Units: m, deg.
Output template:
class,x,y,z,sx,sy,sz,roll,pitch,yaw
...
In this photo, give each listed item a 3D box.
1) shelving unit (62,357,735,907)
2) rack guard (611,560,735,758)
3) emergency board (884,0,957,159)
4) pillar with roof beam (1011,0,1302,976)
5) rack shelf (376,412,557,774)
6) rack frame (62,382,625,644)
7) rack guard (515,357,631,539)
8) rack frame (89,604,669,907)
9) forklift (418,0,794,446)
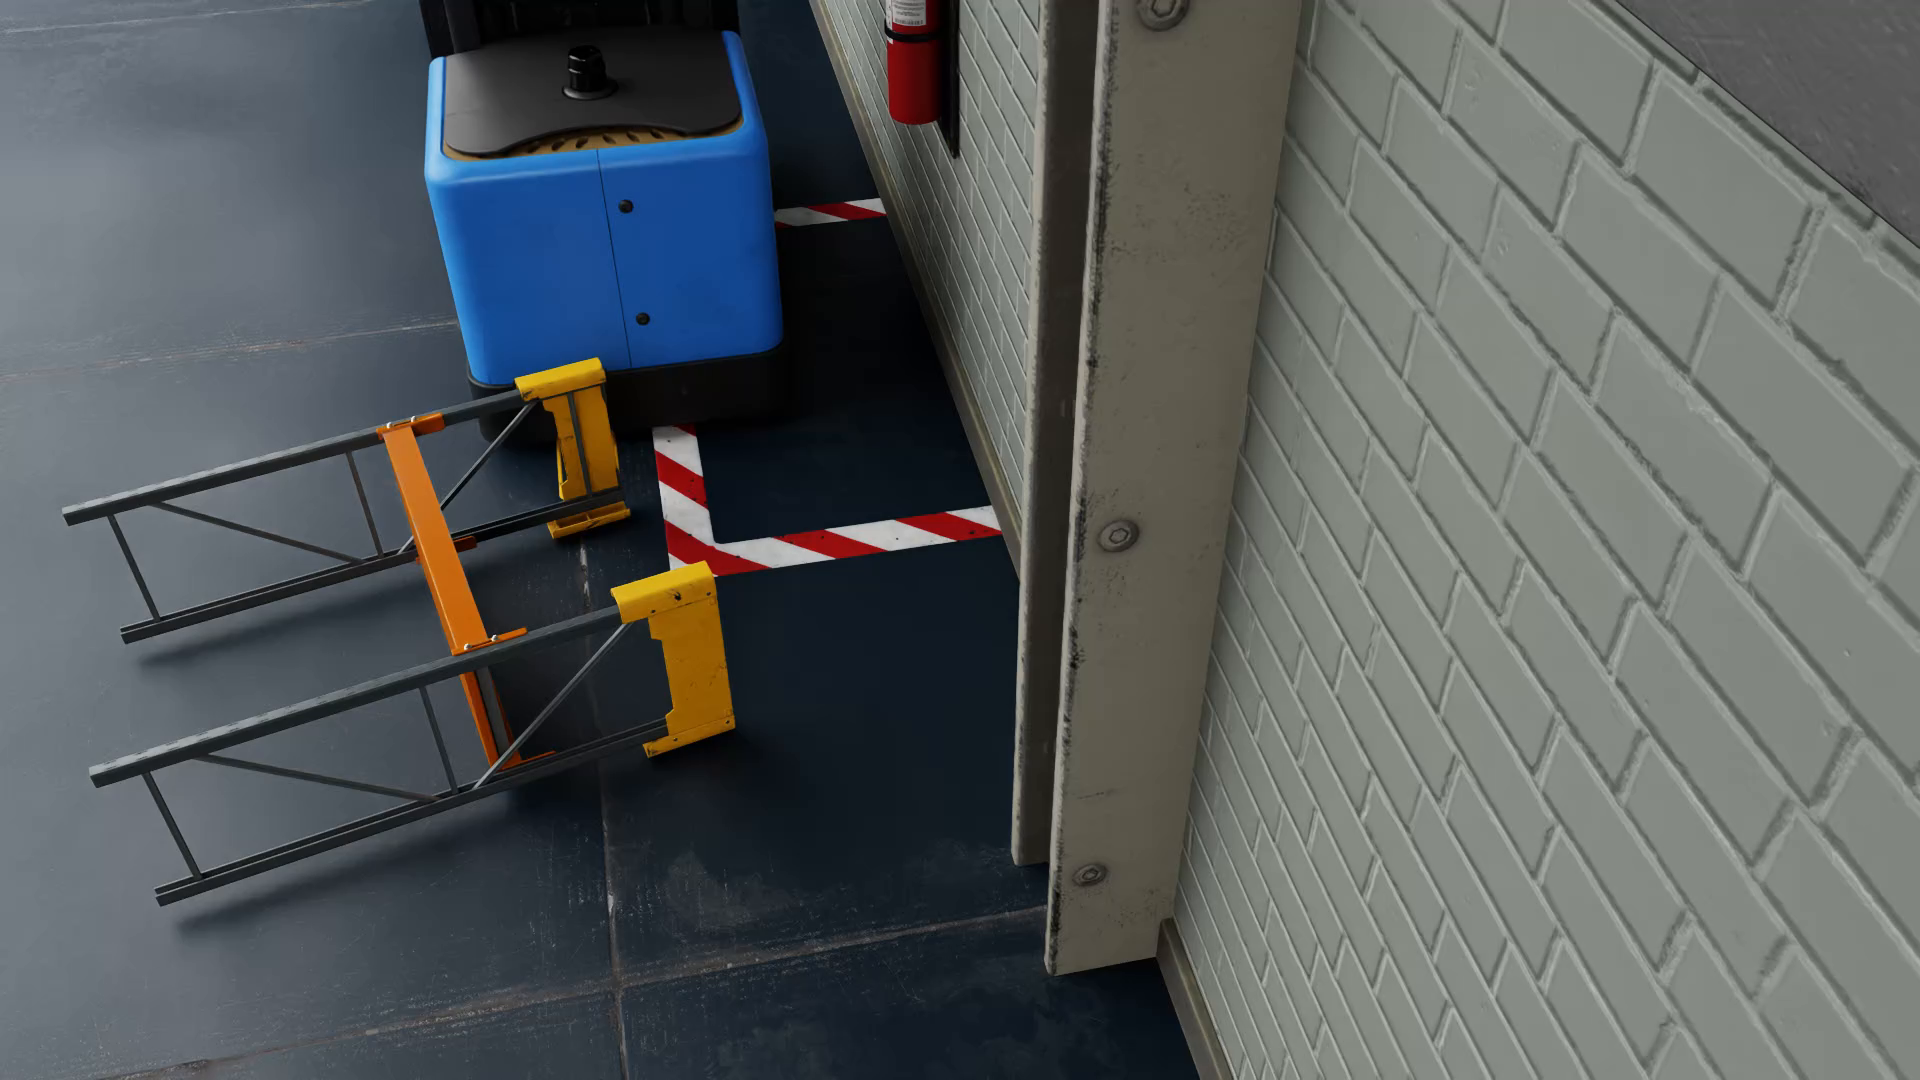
class,x,y,z,sx,sy,sz,roll,pitch,yaw
shelving unit,-1.533,0.204,4.559,1.500,0.587,1.083,-18,45,-18
rack guard,-0.755,0.324,4.419,0.250,0.587,0.087,-18,45,-18
emergency board,-0.171,-1.816,5.037,0.194,1.169,0.643,-8,42,-9
pillar with roof beam,-3.878,-1.836,0.539,9.100,9.000,0.400,-8,42,-9
rack shelf,-1.374,0.147,4.622,0.185,0.538,1.000,-18,45,-18
rack frame,-1.753,-0.107,4.909,1.500,0.500,0.032,-18,45,-18
rack guard,-1.179,-0.274,5.093,0.250,0.587,0.087,-18,45,-18
rack frame,-1.320,0.504,4.221,1.500,0.500,0.032,-18,45,-18
forklift,-1.386,-2.394,5.739,1.130,2.935,3.031,-8,42,-9
